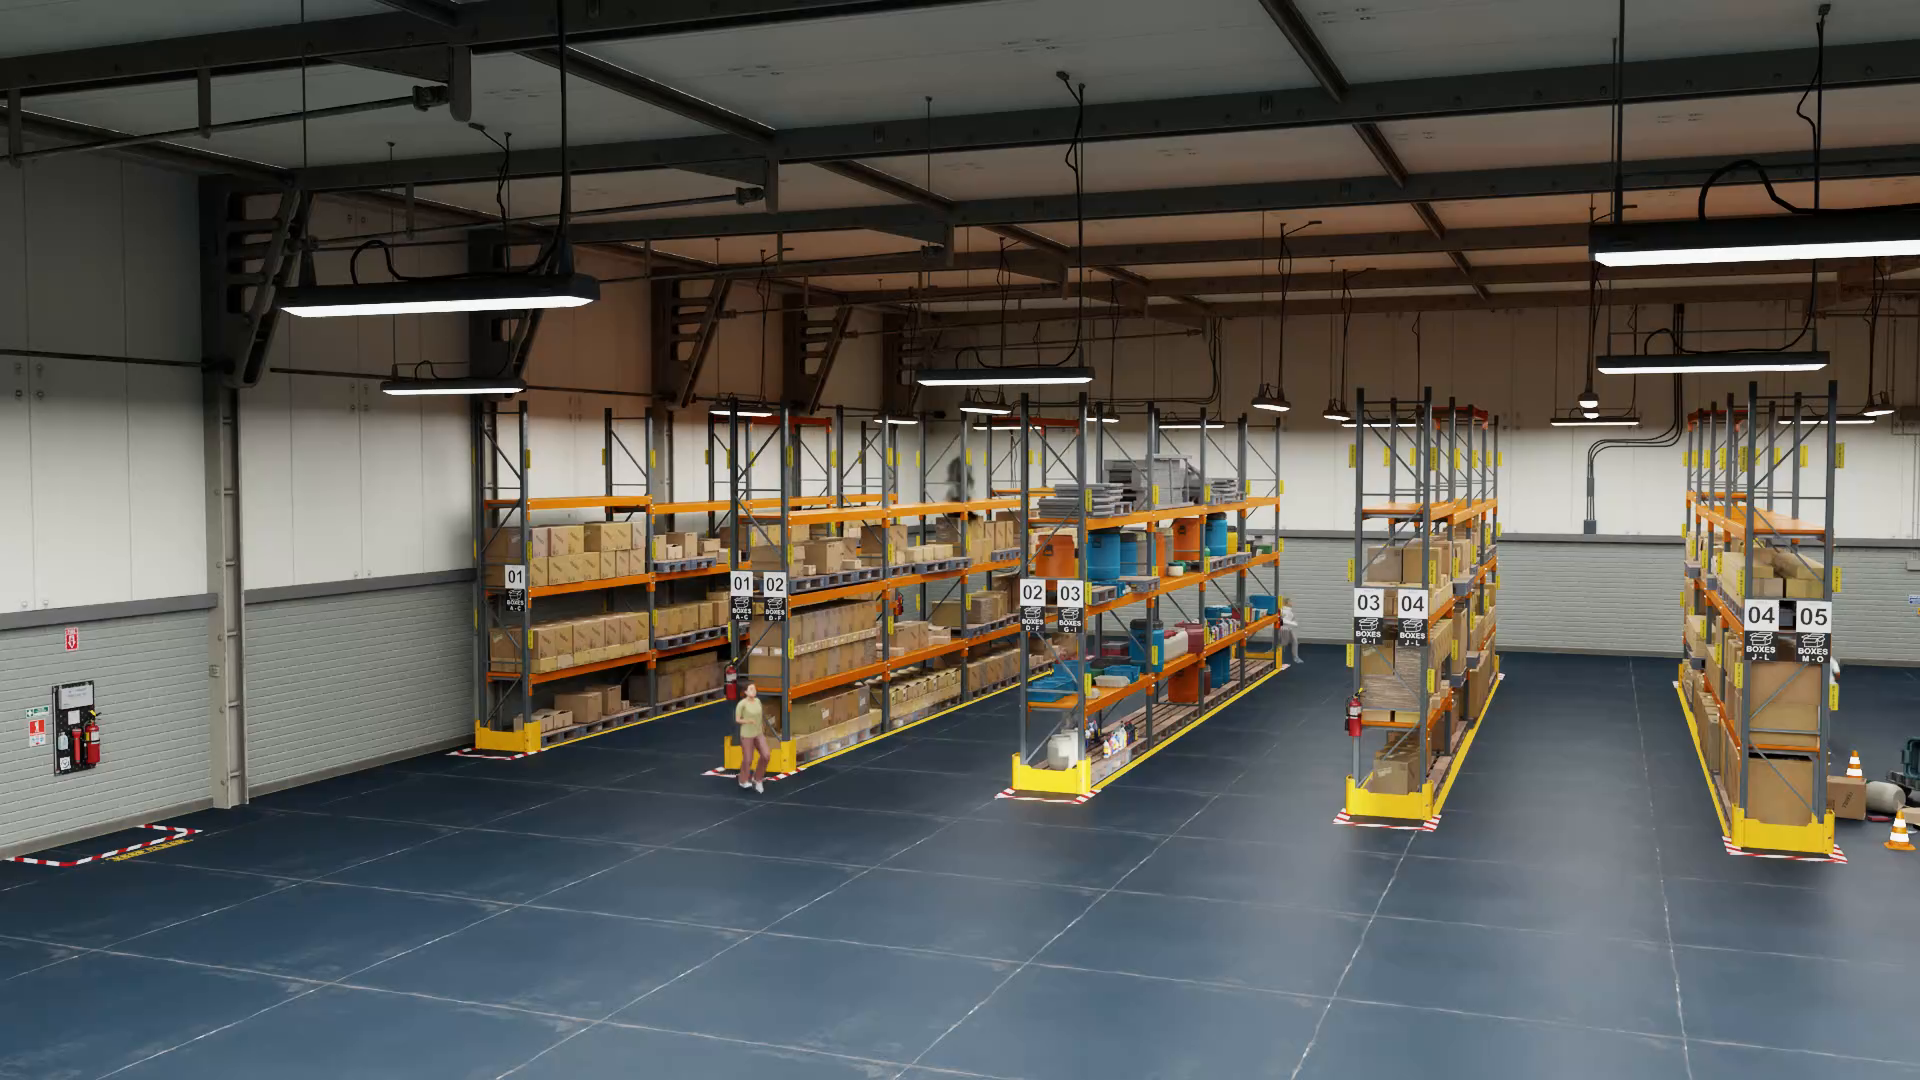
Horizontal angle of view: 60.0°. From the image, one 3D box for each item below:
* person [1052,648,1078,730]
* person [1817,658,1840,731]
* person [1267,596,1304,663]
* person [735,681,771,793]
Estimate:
[{"bbox_3d":[2.075,2.742,30.871,0.670,1.572,1.011,1,3,26],"label":"person"},{"bbox_3d":[15.761,2.730,30.425,0.589,1.607,0.670,1,3,23],"label":"person"},{"bbox_3d":[7.951,2.198,40.682,0.888,1.667,0.651,1,3,21],"label":"person"},{"bbox_3d":[-3.128,2.959,24.970,0.554,1.684,0.679,-2,3,-37],"label":"person"}]
